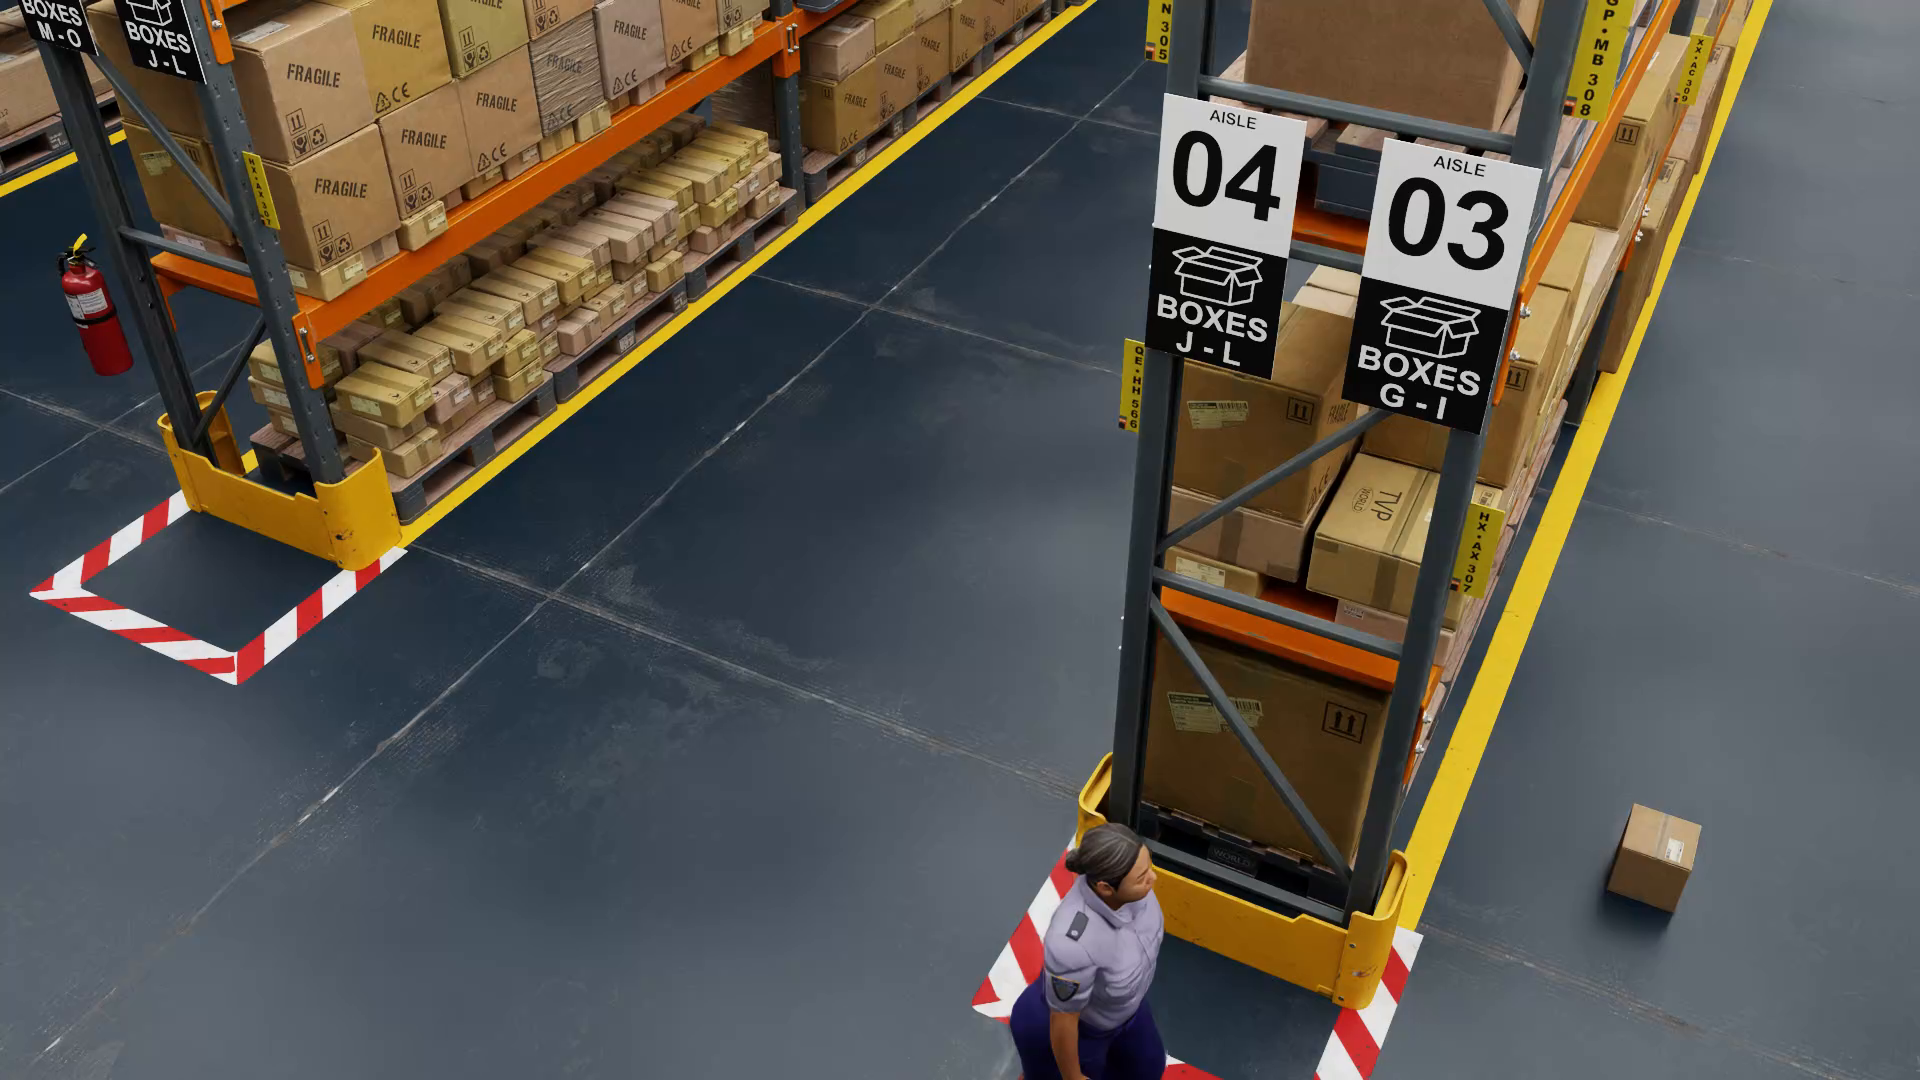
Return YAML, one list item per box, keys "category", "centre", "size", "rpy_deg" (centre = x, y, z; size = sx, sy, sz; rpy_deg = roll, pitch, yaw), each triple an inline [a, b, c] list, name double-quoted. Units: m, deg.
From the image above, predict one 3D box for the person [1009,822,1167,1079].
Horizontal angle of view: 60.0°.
- category: "person"
  centre: [0.385, 1.402, 4.948]
  size: [0.446, 1.640, 0.540]
  rpy_deg: [16, 41, 20]
